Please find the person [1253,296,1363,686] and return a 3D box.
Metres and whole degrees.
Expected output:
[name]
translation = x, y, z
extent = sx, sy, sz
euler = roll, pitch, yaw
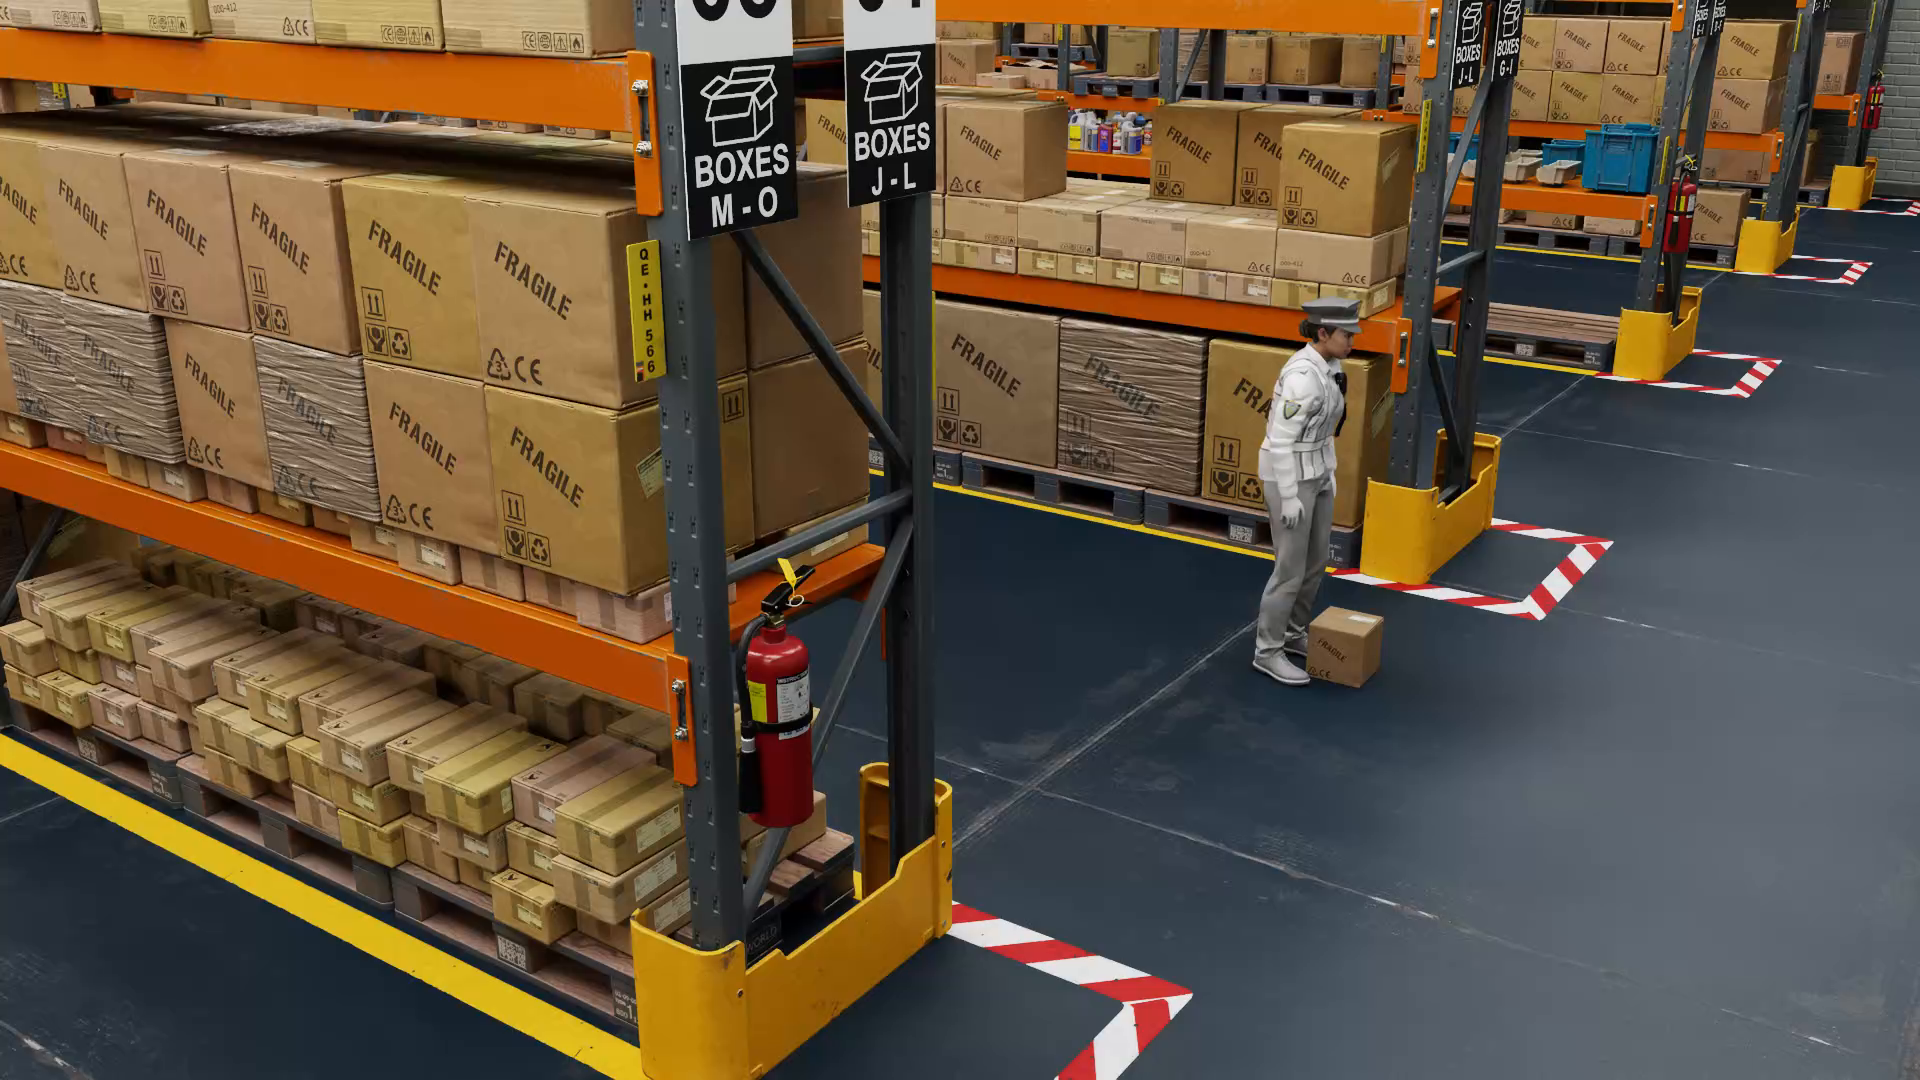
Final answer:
[person]
translation = 1.500, -0.236, 7.220
extent = 0.379, 1.663, 0.535
euler = 13, 24, 31
